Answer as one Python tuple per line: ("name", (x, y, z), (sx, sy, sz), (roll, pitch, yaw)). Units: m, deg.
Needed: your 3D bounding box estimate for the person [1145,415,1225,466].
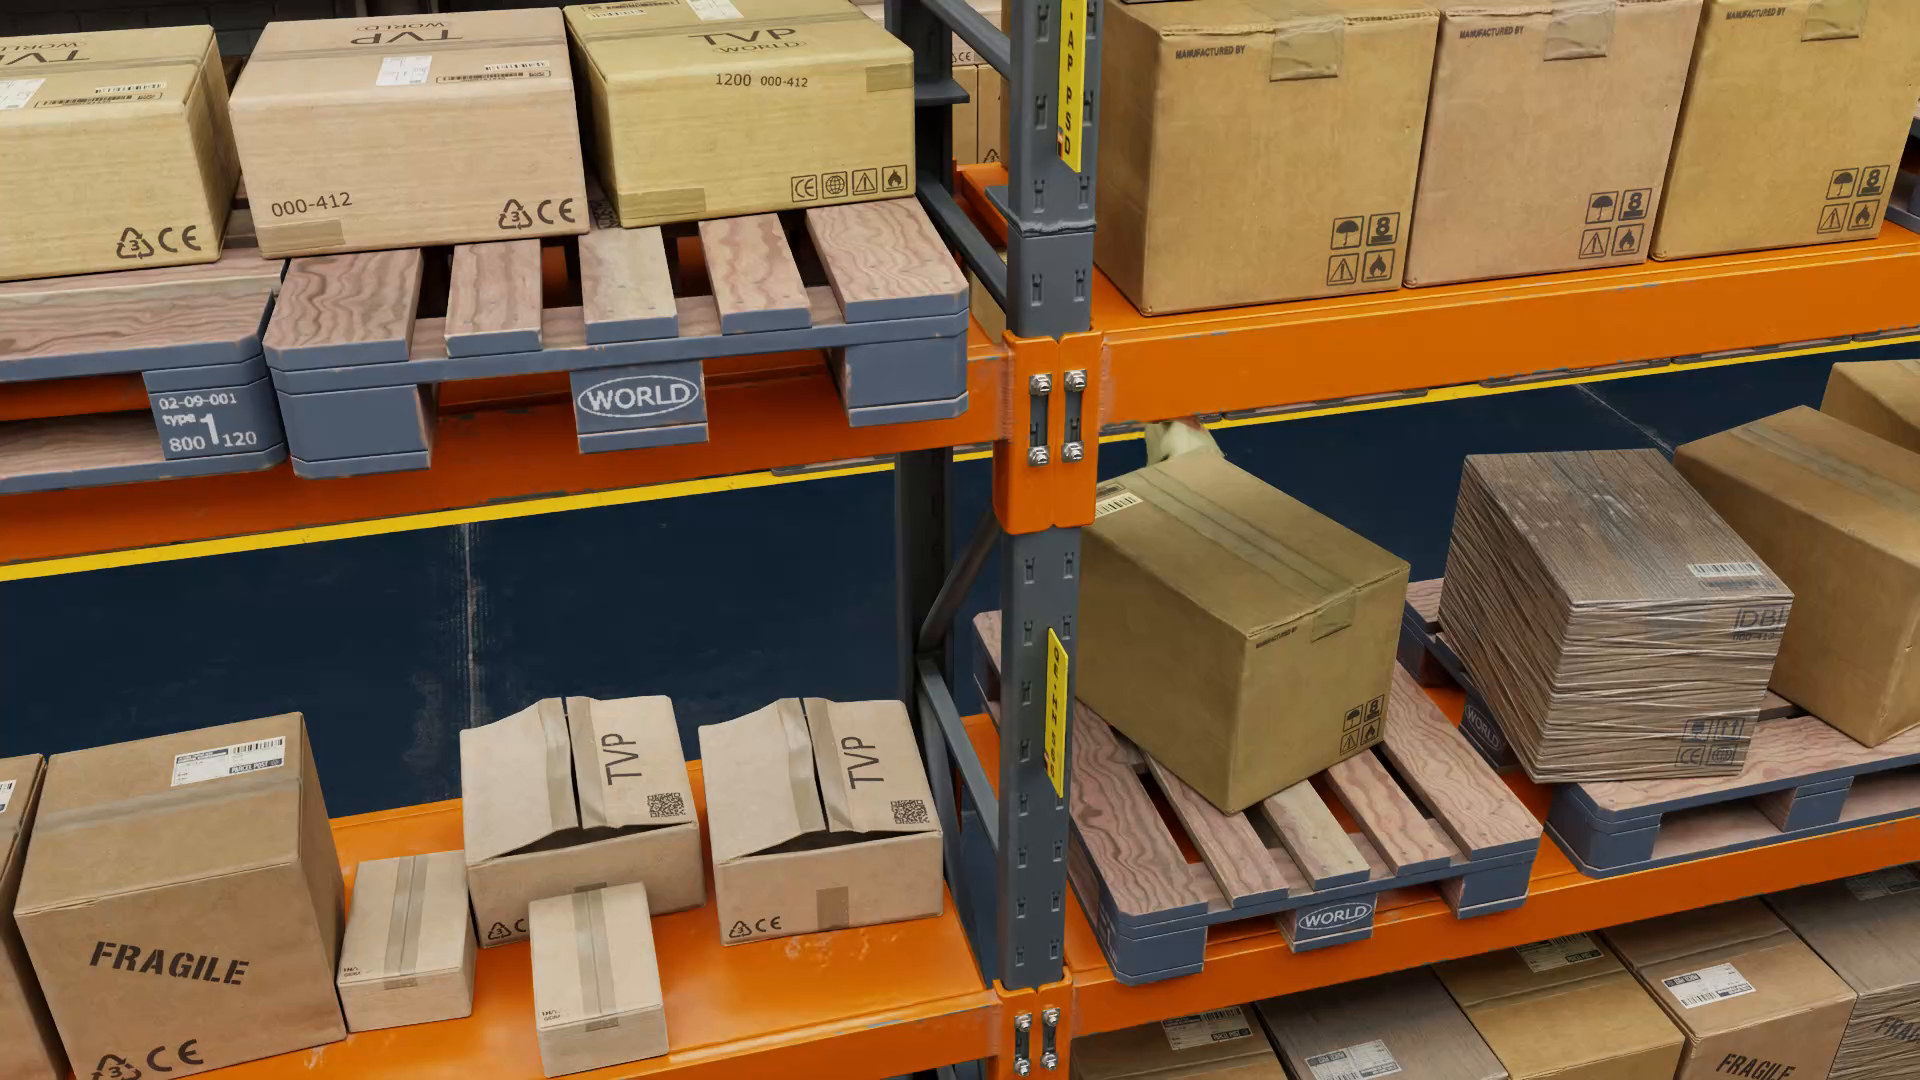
("person", (0.730, 0.034, 6.086), (0.961, 1.620, 0.451), (-7, 31, -11))
